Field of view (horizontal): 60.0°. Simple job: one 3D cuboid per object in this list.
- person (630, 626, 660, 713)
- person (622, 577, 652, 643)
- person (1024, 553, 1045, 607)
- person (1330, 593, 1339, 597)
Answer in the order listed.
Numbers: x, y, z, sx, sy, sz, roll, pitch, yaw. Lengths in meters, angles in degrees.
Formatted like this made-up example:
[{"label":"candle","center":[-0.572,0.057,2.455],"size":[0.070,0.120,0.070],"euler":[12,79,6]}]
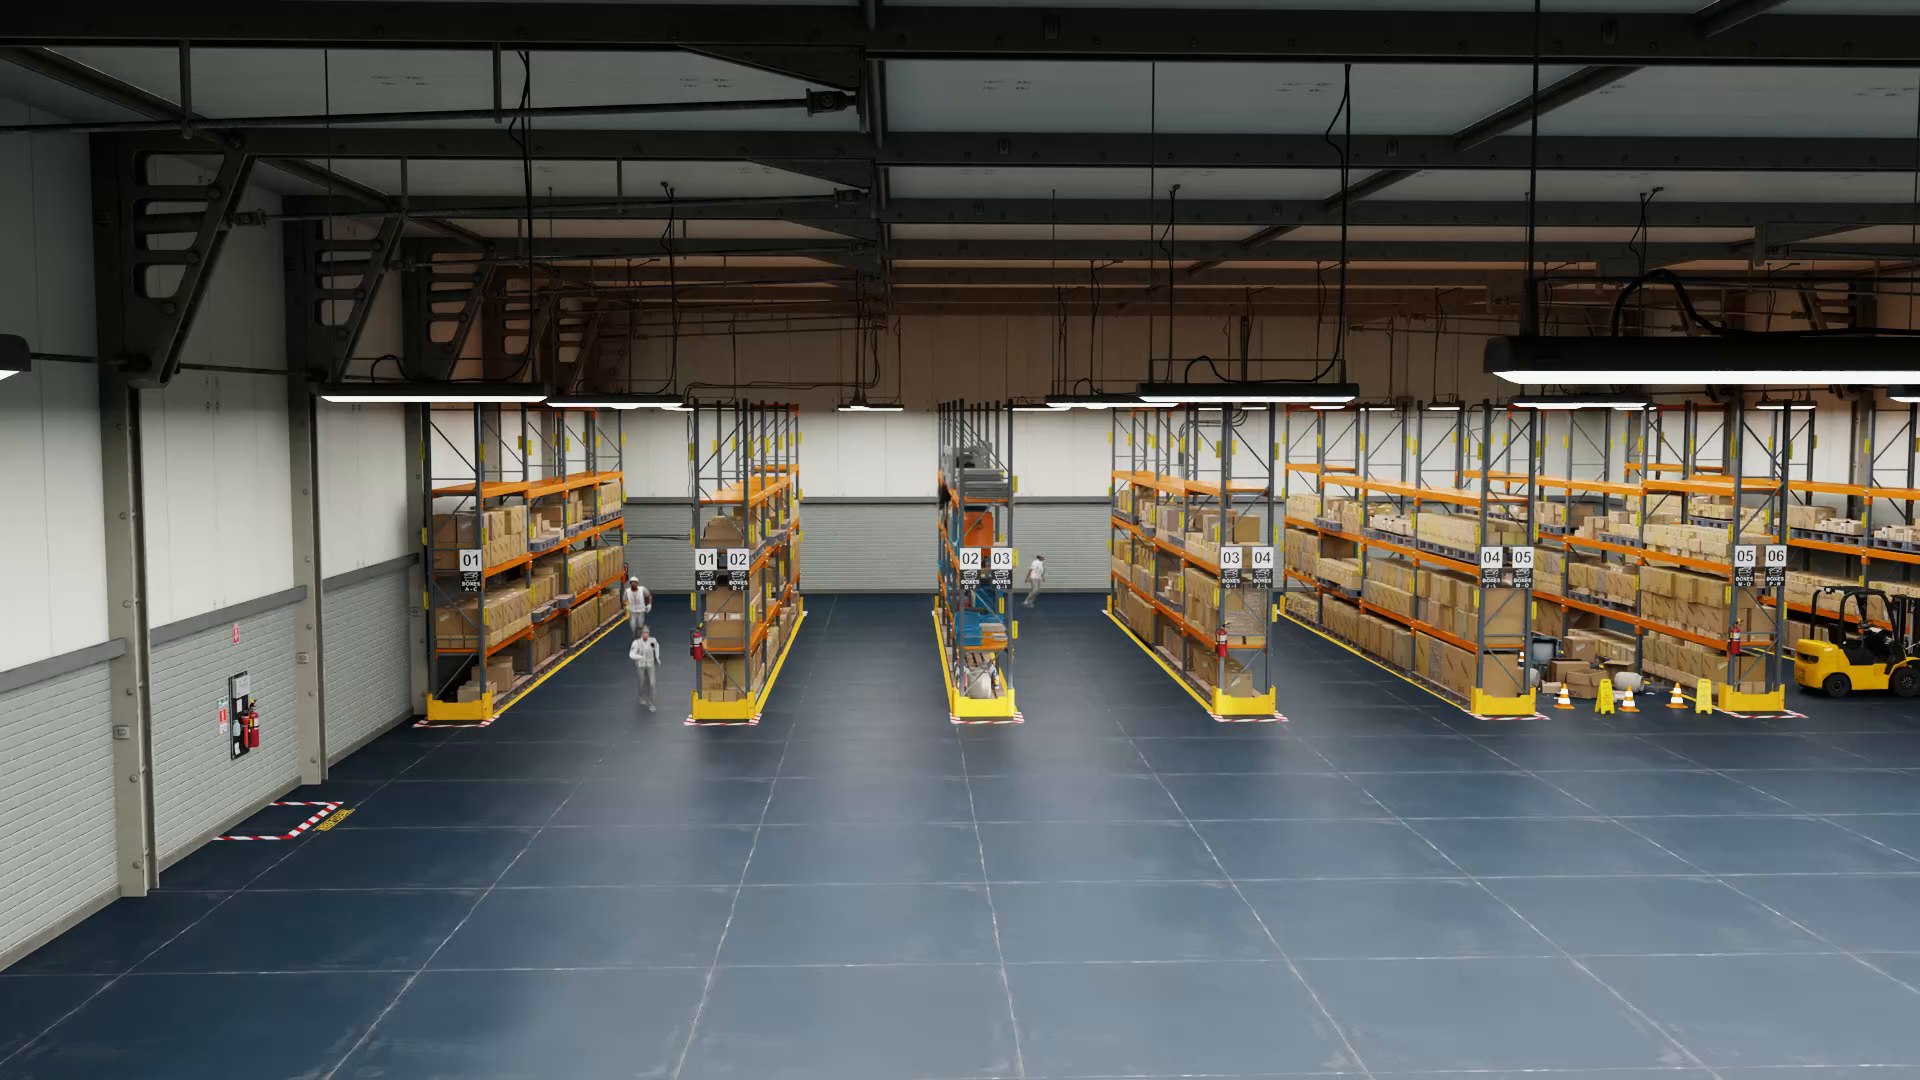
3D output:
[{"label":"person","center":[-6.088,2.452,32.099],"size":[0.598,1.667,0.917],"euler":[-1,5,-18]},{"label":"person","center":[-7.925,1.766,40.711],"size":[0.691,1.731,0.661],"euler":[0,4,-1]},{"label":"person","center":[2.219,1.193,49.229],"size":[0.554,1.644,0.616],"euler":[3,5,33]},{"label":"person","center":[11.211,1.087,49.436],"size":[0.739,1.771,0.687],"euler":[-1,4,-10]}]
